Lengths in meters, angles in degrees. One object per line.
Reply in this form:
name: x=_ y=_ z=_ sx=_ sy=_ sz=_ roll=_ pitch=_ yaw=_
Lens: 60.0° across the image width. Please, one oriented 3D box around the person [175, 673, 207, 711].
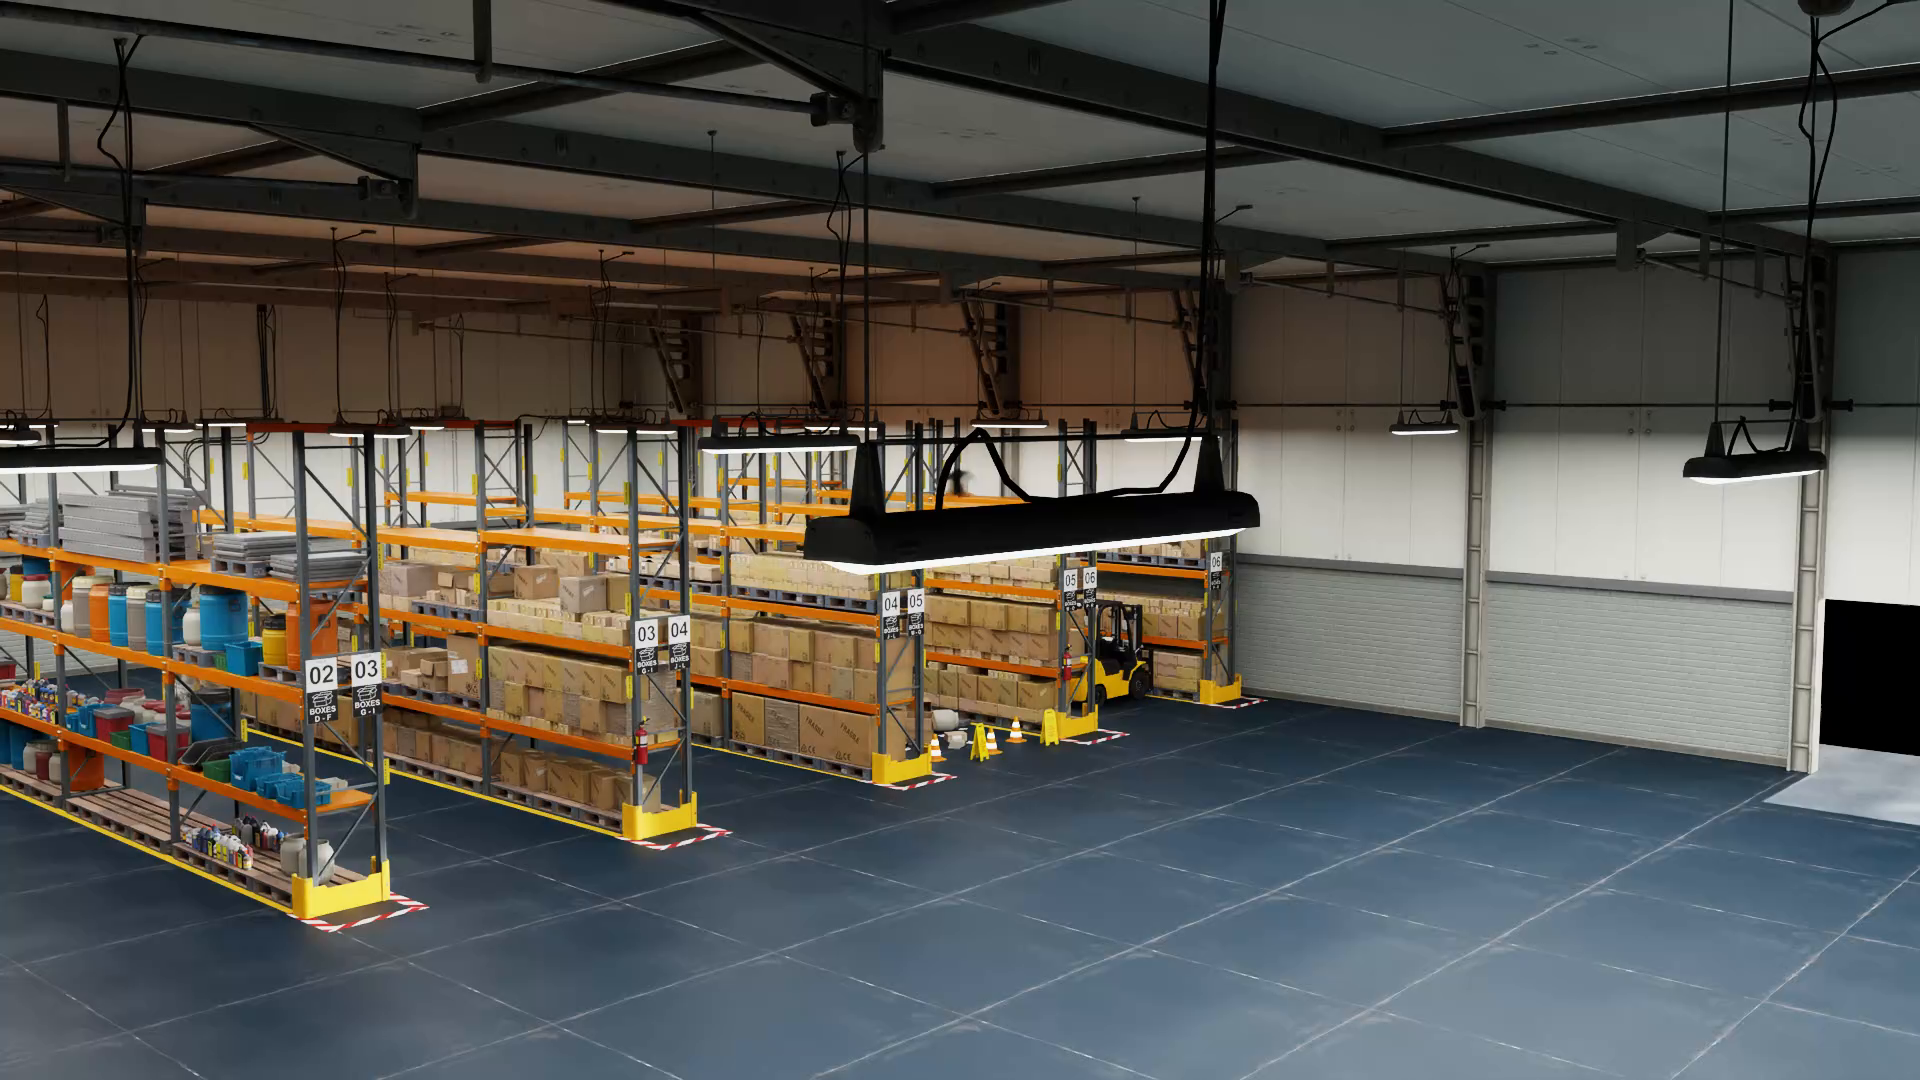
person: x=-14.836 y=2.899 z=31.735 sx=0.884 sy=1.693 sz=0.694 roll=2 pitch=5 yaw=19
